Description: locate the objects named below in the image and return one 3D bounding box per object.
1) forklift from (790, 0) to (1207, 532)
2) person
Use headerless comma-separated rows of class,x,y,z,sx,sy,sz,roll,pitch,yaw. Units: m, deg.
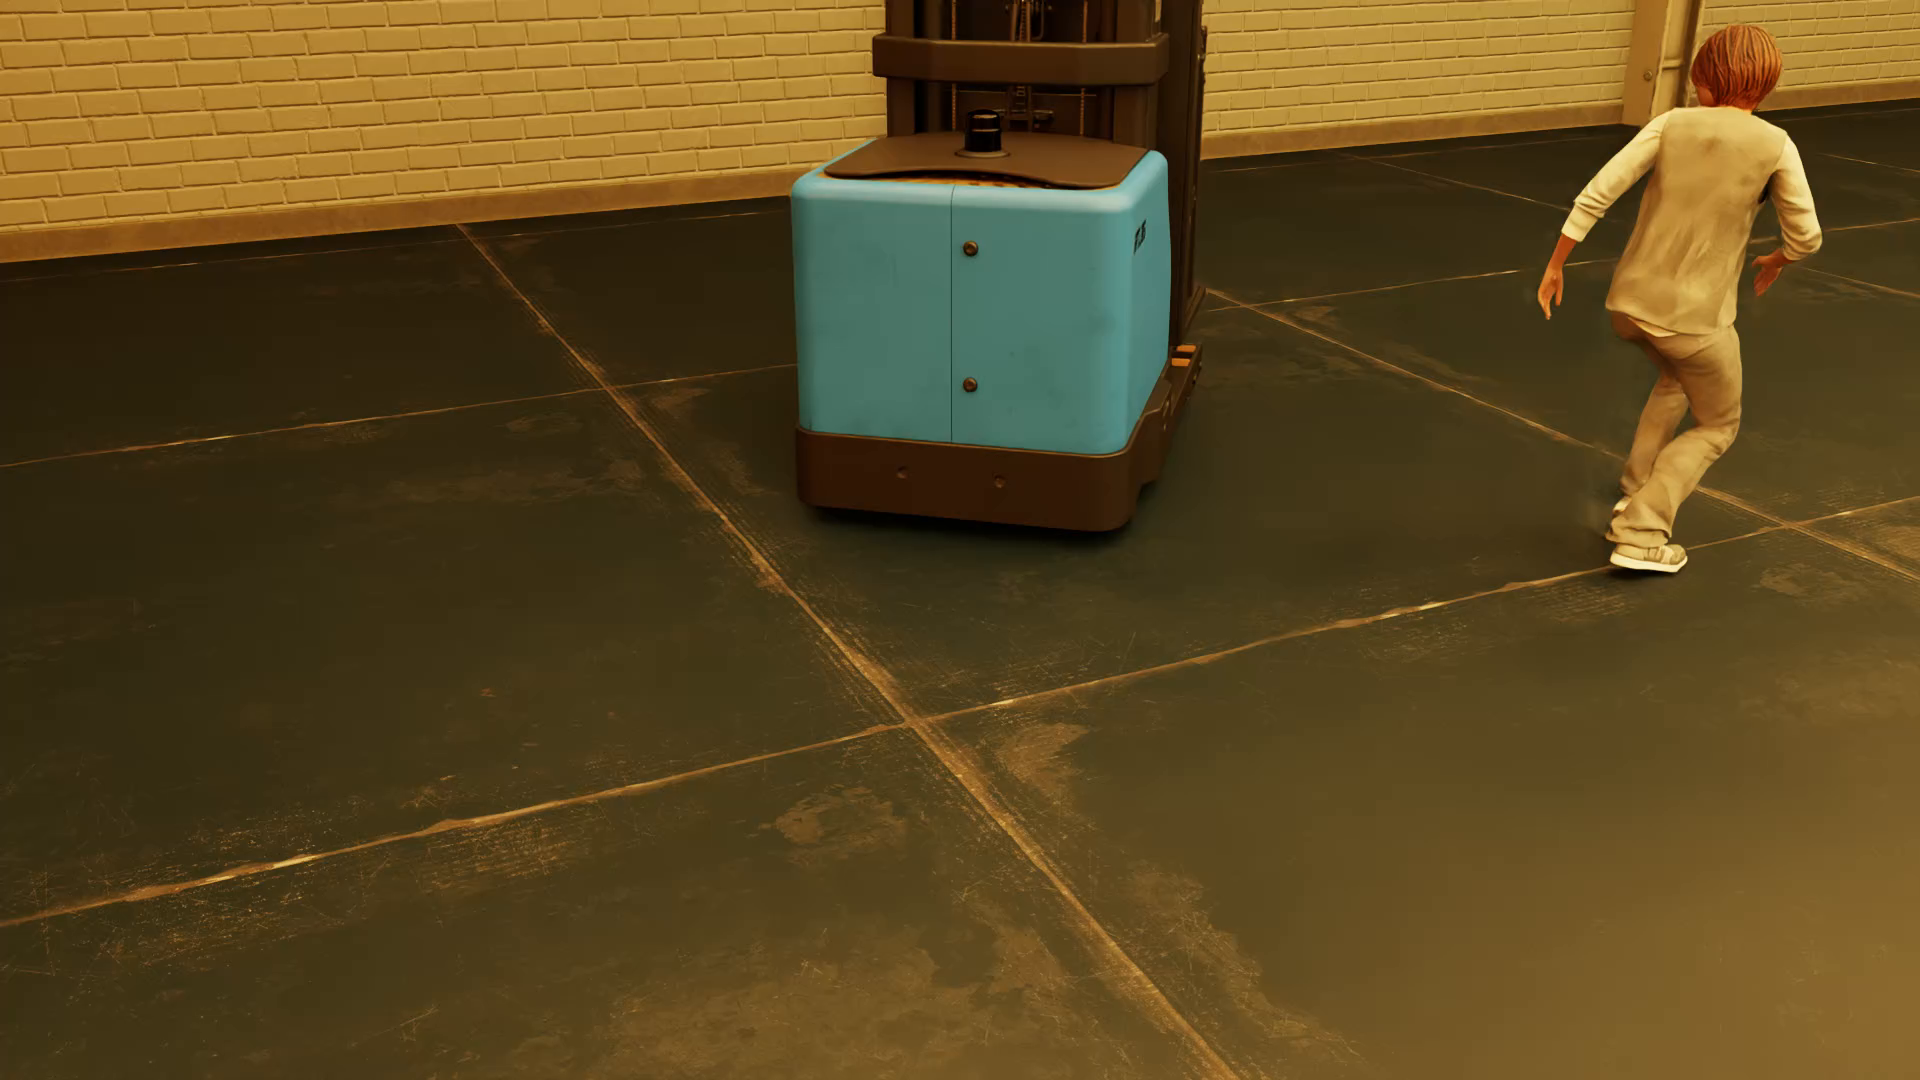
forklift,0.340,-1.915,5.896,1.130,2.935,3.031,5,23,13
person,2.039,-0.628,4.682,0.671,1.554,0.549,-15,27,-32
